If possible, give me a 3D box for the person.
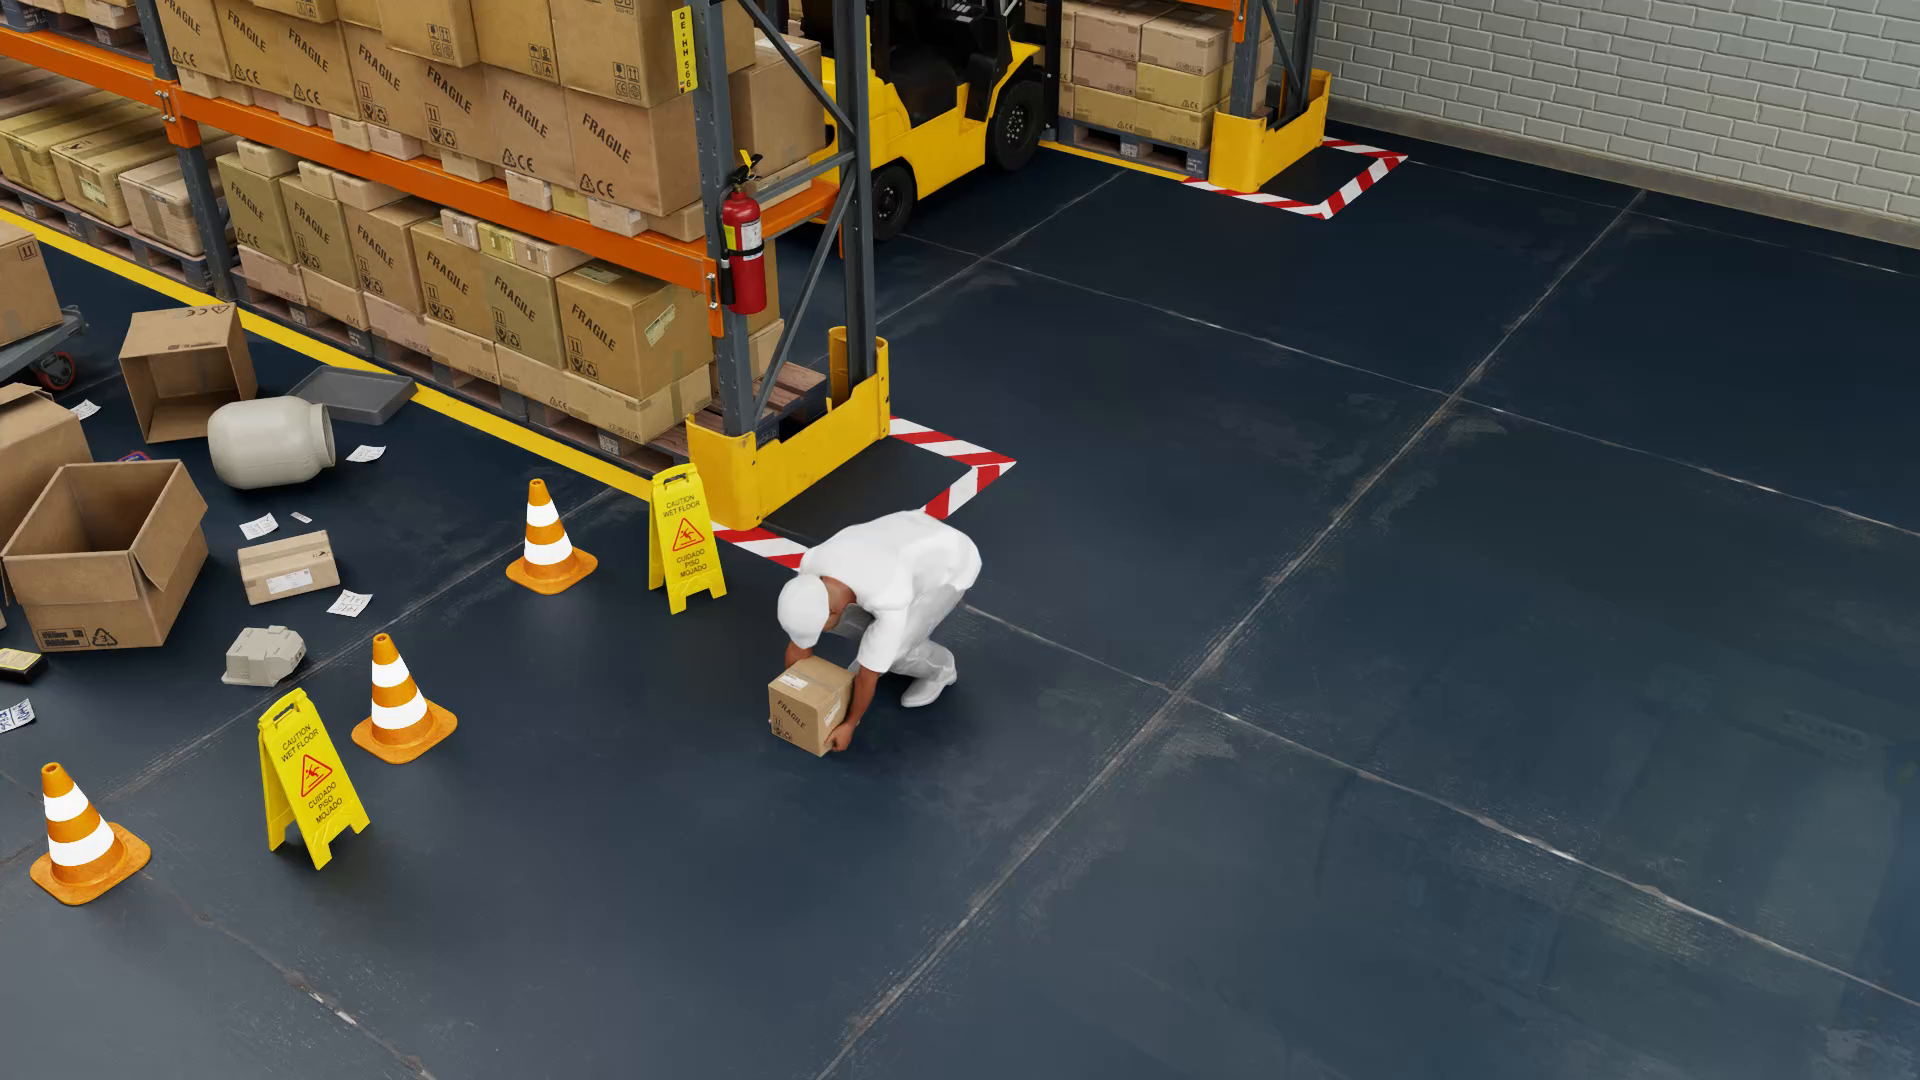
[{"bbox_3d":[-0.325,0.323,6.540,0.964,0.801,0.524,-29,44,-36],"label":"person"}]
